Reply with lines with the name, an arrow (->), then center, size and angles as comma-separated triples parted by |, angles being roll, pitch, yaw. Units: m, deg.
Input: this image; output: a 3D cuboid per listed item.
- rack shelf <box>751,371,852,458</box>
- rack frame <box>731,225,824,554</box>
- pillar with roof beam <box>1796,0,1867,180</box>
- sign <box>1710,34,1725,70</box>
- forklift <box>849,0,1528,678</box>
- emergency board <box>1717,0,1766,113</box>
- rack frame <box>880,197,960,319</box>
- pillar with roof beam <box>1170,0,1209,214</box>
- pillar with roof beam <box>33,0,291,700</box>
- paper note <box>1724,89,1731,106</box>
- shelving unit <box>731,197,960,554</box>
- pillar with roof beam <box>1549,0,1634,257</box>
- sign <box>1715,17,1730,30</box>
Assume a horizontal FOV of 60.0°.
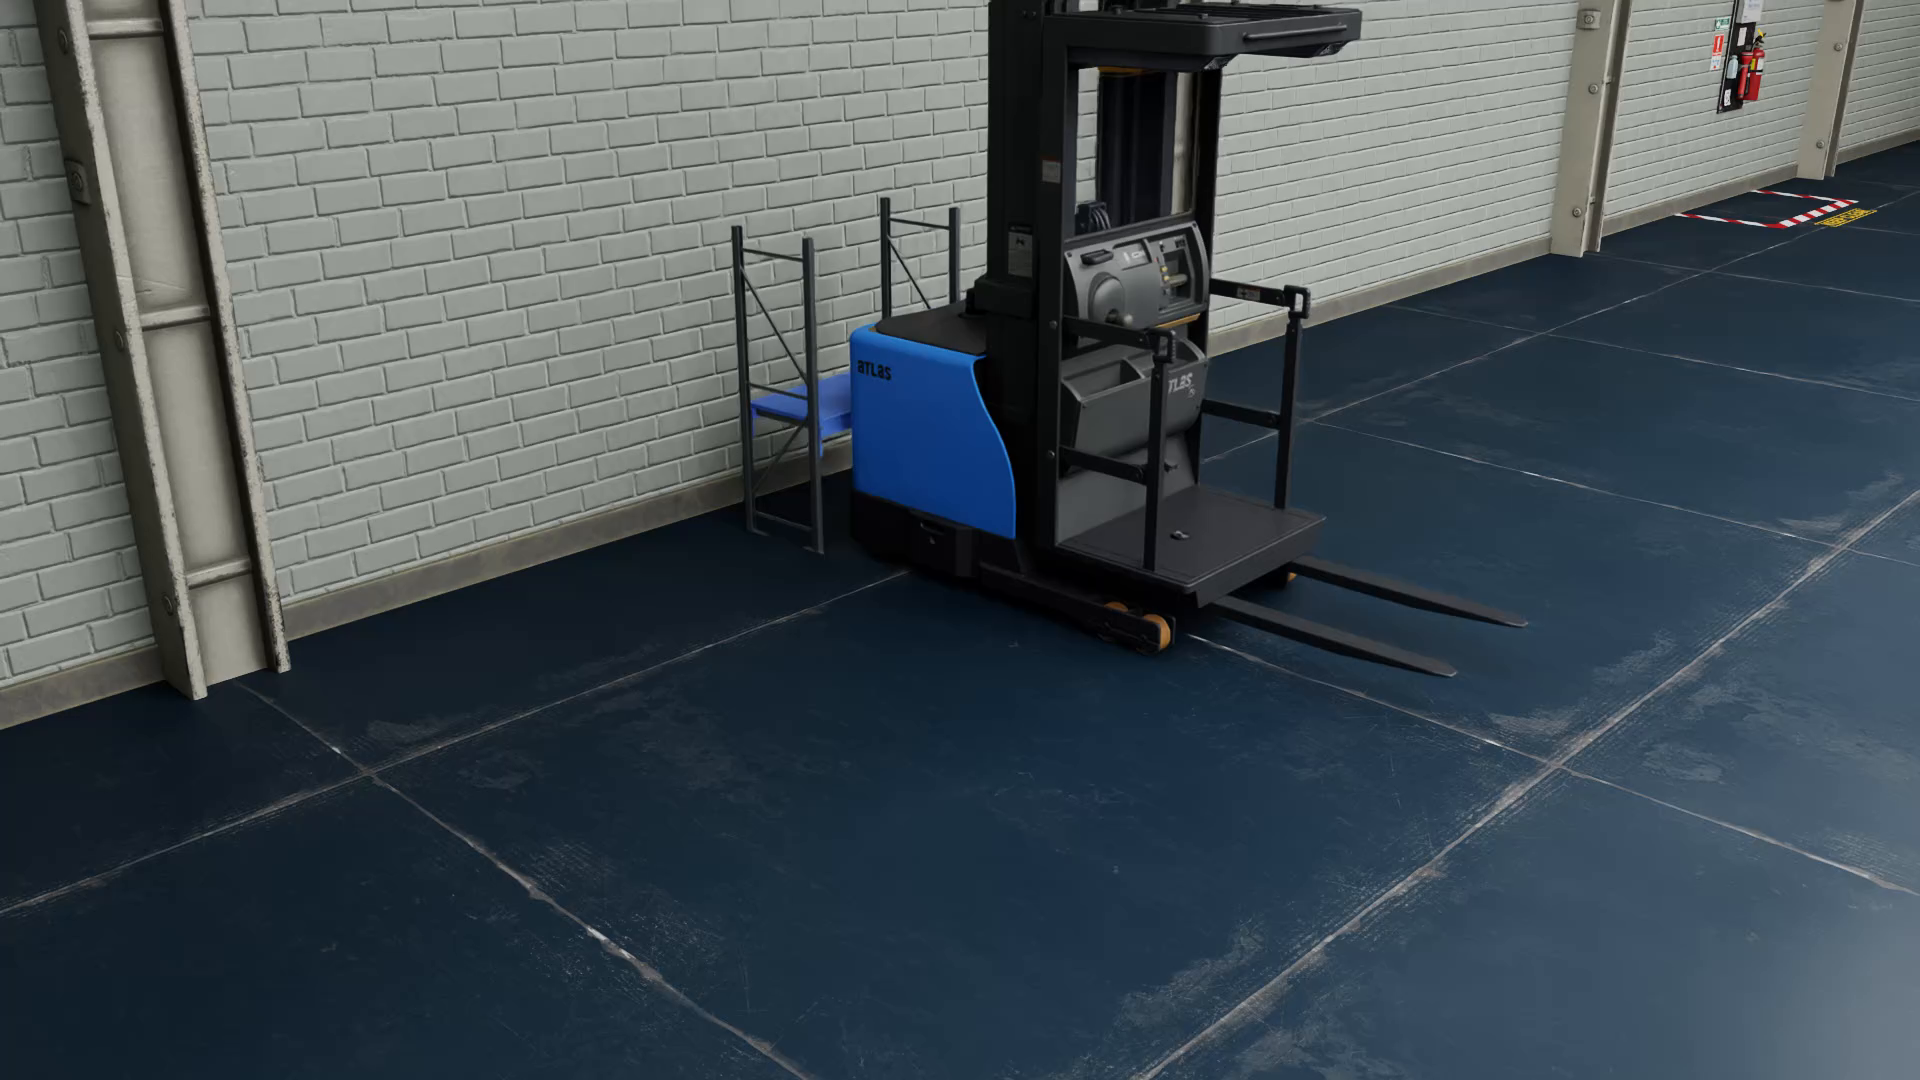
rack shelf -> -0.527, -0.665, 8.217 | 0.538, 0.185, 1.000 | 17, 27, 37
rack frame -> -0.852, -0.693, 7.787 | 0.500, 1.500, 0.032 | 17, 27, 37
pillar with roof beam -> 12.694, -7.216, 14.306 | 9.100, 9.000, 0.400 | 19, 28, 41
sign -> 7.399, -4.768, 16.249 | 0.001, 0.329, 0.234 | 19, 28, 41
forklift -> 0.910, -1.107, 6.870 | 3.031, 2.935, 1.130 | 18, 27, 39
emergency board -> 7.859, -4.868, 16.558 | 0.194, 1.169, 0.643 | 19, 28, 41
rack frame -> -0.203, -0.974, 8.517 | 0.500, 1.500, 0.032 | 17, 27, 37
pillar with roof beam -> 4.323, -4.131, 6.280 | 9.100, 9.000, 0.400 | 19, 28, 41
pillar with roof beam -> 0.137, -2.589, 2.268 | 9.100, 9.000, 0.400 | 19, 28, 41
paper note -> 7.686, -4.428, 16.642 | 0.016, 0.148, 0.142 | 19, 28, 41
shelving unit -> -0.527, -0.833, 8.152 | 0.538, 1.500, 1.048 | 17, 27, 37
pillar with roof beam -> 8.509, -5.674, 10.293 | 9.100, 9.000, 0.400 | 19, 28, 41
sign -> 7.408, -5.014, 16.151 | 0.001, 0.109, 0.331 | 19, 28, 41
